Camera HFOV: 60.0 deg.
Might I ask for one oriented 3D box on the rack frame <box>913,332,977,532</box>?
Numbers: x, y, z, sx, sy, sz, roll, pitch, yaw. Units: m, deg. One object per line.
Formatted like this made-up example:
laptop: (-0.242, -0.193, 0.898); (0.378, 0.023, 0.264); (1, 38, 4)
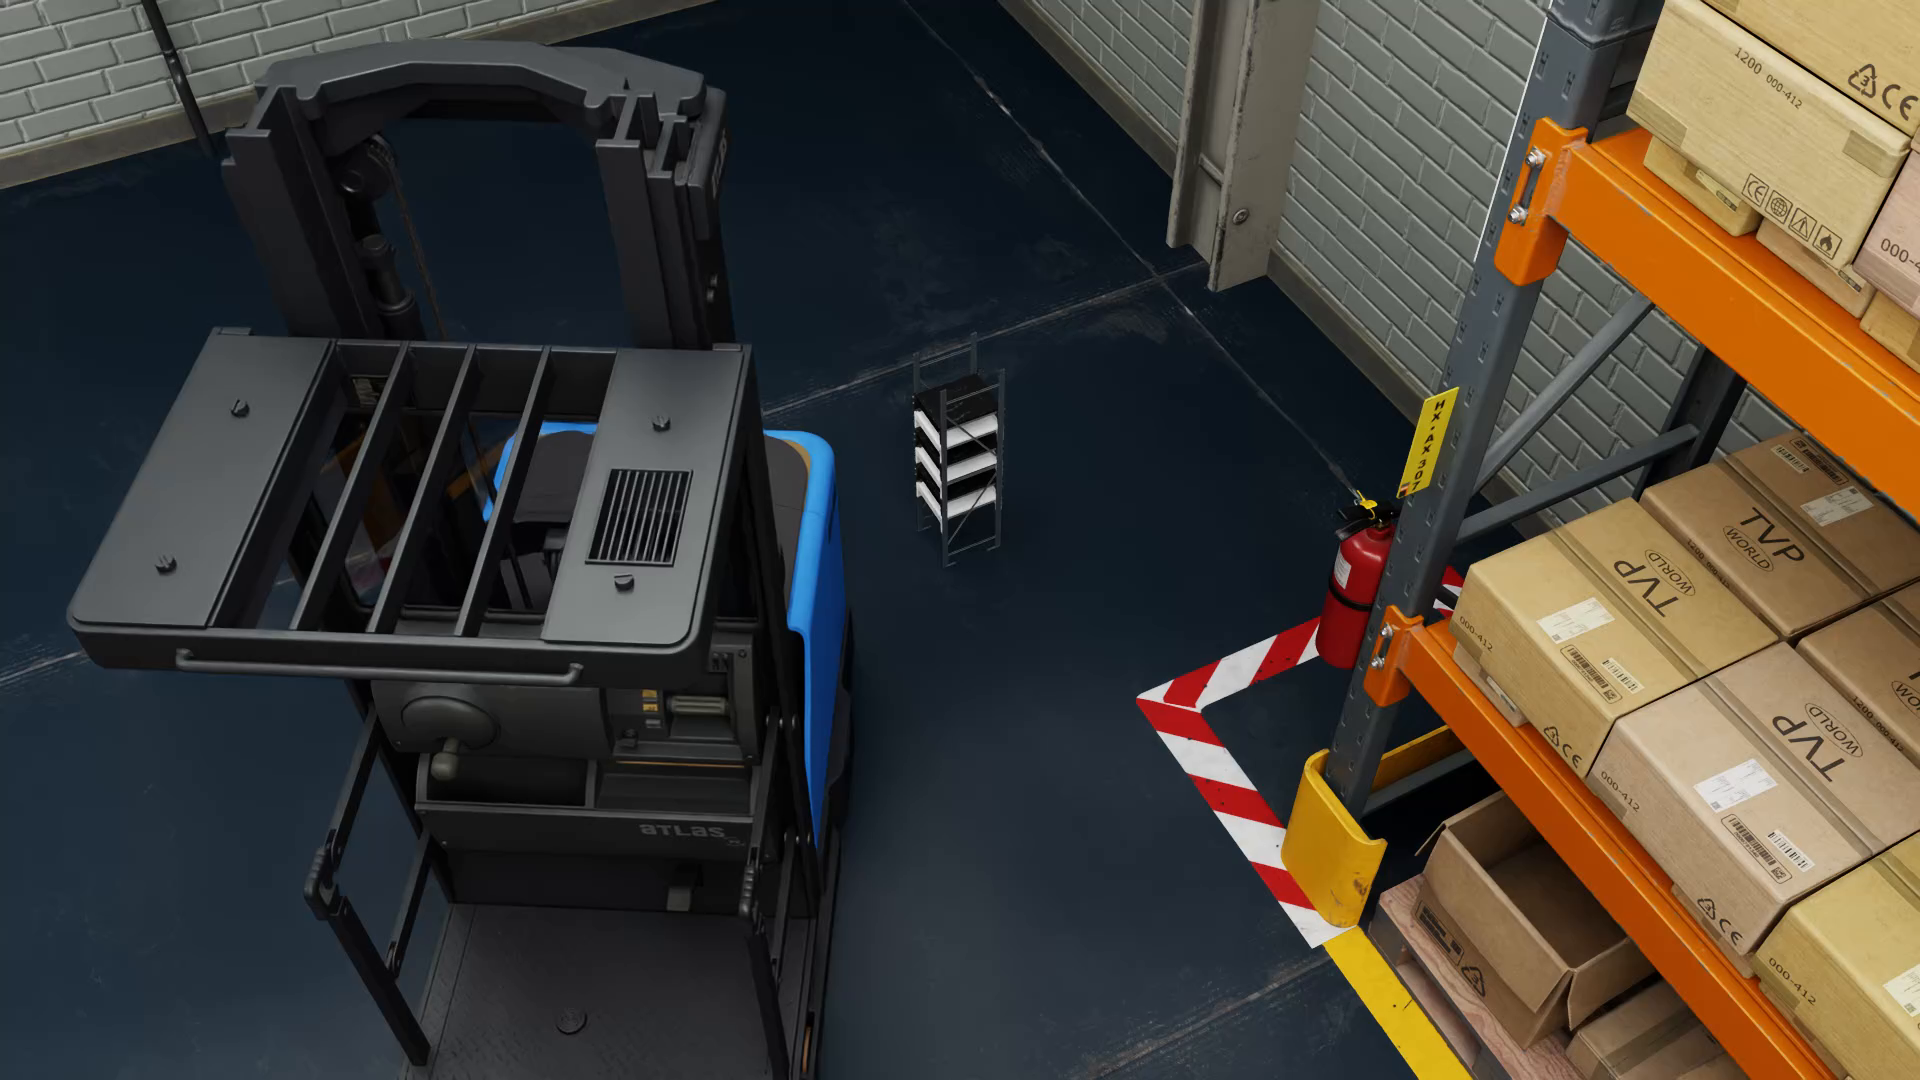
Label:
rack frame: (-0.050, -0.370, 5.976); (0.240, 0.900, 0.006); (-21, 52, -18)

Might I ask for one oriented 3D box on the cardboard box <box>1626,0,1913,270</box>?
cardboard box: (1.534, -0.771, 2.841); (0.500, 0.250, 0.500); (-22, 52, -18)

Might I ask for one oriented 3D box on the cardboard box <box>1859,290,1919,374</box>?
cardboard box: (1.759, -0.393, 2.775); (0.380, 0.149, 0.250); (-21, 52, -17)

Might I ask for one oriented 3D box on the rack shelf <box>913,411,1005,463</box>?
rack shelf: (-0.004, -0.398, 5.806); (0.258, 0.077, 0.200); (-21, 52, -18)

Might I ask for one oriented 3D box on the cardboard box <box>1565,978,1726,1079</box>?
cardboard box: (1.929, 1.414, 4.635); (0.380, 0.149, 0.250); (-23, 53, -19)

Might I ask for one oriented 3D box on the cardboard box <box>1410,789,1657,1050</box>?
cardboard box: (1.770, 1.000, 4.762); (0.797, 0.503, 0.637); (-23, 53, -19)

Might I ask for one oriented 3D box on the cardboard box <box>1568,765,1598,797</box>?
cardboard box: (1.638, 0.426, 4.052); (0.380, 0.149, 0.250); (-20, 52, -17)

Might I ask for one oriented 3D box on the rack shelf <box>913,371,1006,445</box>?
rack shelf: (-0.004, -0.458, 5.738); (0.258, 0.077, 0.200); (-21, 52, -18)

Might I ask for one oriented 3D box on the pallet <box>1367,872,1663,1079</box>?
pallet: (1.974, 1.376, 4.906); (1.003, 0.211, 1.213); (-21, 52, -18)

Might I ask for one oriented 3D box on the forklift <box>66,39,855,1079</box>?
forklift: (-0.964, 0.500, 3.865); (1.130, 2.935, 3.031); (2, 49, 2)

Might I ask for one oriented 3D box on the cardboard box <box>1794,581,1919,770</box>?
cardboard box: (2.255, 0.388, 3.820); (0.500, 0.250, 0.500); (-21, 52, -17)

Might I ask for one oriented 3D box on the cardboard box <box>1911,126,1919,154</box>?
cardboard box: (1.770, -0.596, 2.356); (0.500, 0.250, 0.500); (-22, 52, -18)

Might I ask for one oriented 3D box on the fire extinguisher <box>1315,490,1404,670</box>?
fire extinguisher: (1.096, 0.083, 4.484); (0.296, 0.674, 0.183); (-21, 52, -18)

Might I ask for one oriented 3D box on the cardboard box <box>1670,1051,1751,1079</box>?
cardboard box: (2.126, 1.586, 4.251); (0.700, 0.500, 0.500); (-19, 52, -16)

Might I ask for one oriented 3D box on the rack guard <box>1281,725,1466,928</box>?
rack guard: (1.609, 0.748, 5.264); (1.175, 0.500, 0.348); (-21, 52, -18)

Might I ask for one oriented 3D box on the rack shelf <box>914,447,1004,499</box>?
rack shelf: (-0.004, -0.280, 5.941); (0.258, 0.077, 0.200); (-21, 52, -18)

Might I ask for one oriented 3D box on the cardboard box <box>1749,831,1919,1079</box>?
cardboard box: (2.008, 0.897, 3.374); (0.500, 0.250, 0.500); (-22, 52, -18)

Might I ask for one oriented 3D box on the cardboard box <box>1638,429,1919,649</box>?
cardboard box: (2.020, 0.042, 4.123); (0.500, 0.250, 0.500); (-20, 52, -16)

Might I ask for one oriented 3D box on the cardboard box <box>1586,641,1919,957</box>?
cardboard box: (1.773, 0.559, 3.670); (0.500, 0.250, 0.500); (-21, 52, -17)

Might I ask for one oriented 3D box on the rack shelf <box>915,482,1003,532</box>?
rack shelf: (-0.004, -0.161, 6.077); (0.258, 0.077, 0.200); (-21, 52, -18)

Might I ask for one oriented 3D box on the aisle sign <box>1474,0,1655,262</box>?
aisle sign: (1.282, -0.926, 3.340); (0.394, 0.787, 0.004); (-21, 52, -18)

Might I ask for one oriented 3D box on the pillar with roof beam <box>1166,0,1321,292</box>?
pillar with roof beam: (-2.686, -2.733, 2.662); (9.100, 9.000, 0.400); (-21, 52, -18)

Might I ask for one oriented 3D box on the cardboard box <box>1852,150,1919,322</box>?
cardboard box: (1.785, -0.438, 2.549); (0.500, 0.250, 0.500); (-20, 52, -17)

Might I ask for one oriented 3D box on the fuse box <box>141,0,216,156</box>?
fuse box: (-3.504, -2.381, 7.196); (0.539, 1.711, 0.414); (-21, 52, -18)

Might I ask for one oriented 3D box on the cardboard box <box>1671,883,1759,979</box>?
cardboard box: (1.850, 0.780, 3.742); (0.380, 0.149, 0.250); (-20, 52, -16)

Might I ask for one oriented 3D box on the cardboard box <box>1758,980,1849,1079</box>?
cardboard box: (1.977, 0.956, 3.588); (0.380, 0.149, 0.250); (-20, 52, -17)

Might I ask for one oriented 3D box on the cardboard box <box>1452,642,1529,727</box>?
cardboard box: (1.480, 0.271, 4.187); (0.380, 0.149, 0.250); (-22, 52, -18)

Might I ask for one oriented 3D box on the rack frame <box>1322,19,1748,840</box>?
rack frame: (1.574, -0.126, 4.367); (1.000, 3.000, 0.127); (-21, 52, -18)

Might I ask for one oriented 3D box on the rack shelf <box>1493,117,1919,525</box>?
rack shelf: (2.489, 0.462, 2.338); (1.077, 0.370, 4.000); (-21, 52, -18)

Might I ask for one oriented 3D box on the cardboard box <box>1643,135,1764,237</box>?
cardboard box: (1.513, -0.737, 3.076); (0.380, 0.149, 0.250); (-20, 52, -17)

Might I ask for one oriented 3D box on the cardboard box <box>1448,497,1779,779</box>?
cardboard box: (1.542, 0.222, 3.965); (0.500, 0.250, 0.500); (-21, 52, -17)

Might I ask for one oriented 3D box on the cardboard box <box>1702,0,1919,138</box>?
cardboard box: (1.554, -0.943, 2.659); (0.500, 0.250, 0.500); (-22, 52, -18)

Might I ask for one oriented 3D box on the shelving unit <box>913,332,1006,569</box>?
shelving unit: (-0.004, -0.302, 5.916); (0.258, 0.900, 0.210); (-21, 52, -18)

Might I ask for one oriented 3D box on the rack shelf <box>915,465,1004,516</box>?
rack shelf: (-0.004, -0.220, 6.009); (0.258, 0.077, 0.200); (-21, 52, -18)

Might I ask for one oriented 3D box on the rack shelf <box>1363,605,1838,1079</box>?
rack shelf: (2.489, 1.450, 3.467); (1.077, 0.370, 4.000); (-21, 52, -18)

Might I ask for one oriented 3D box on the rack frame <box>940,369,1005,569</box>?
rack frame: (0.043, -0.234, 5.857); (0.240, 0.900, 0.006); (-21, 52, -18)

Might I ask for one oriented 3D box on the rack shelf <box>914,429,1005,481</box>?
rack shelf: (-0.004, -0.339, 5.873); (0.258, 0.077, 0.200); (-21, 52, -18)

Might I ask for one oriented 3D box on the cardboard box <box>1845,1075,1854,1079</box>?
cardboard box: (2.026, 1.151, 3.418); (0.380, 0.149, 0.250); (-23, 53, -19)

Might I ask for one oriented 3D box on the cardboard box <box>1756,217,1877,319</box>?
cardboard box: (1.656, -0.571, 2.931); (0.380, 0.149, 0.250); (-20, 52, -17)

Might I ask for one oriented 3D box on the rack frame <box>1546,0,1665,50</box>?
rack frame: (1.574, -2.101, 2.109); (1.000, 3.000, 0.127); (-21, 52, -18)

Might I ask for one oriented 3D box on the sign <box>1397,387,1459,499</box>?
sign: (1.092, -0.224, 3.878); (0.100, 0.325, 0.005); (-21, 52, -18)
